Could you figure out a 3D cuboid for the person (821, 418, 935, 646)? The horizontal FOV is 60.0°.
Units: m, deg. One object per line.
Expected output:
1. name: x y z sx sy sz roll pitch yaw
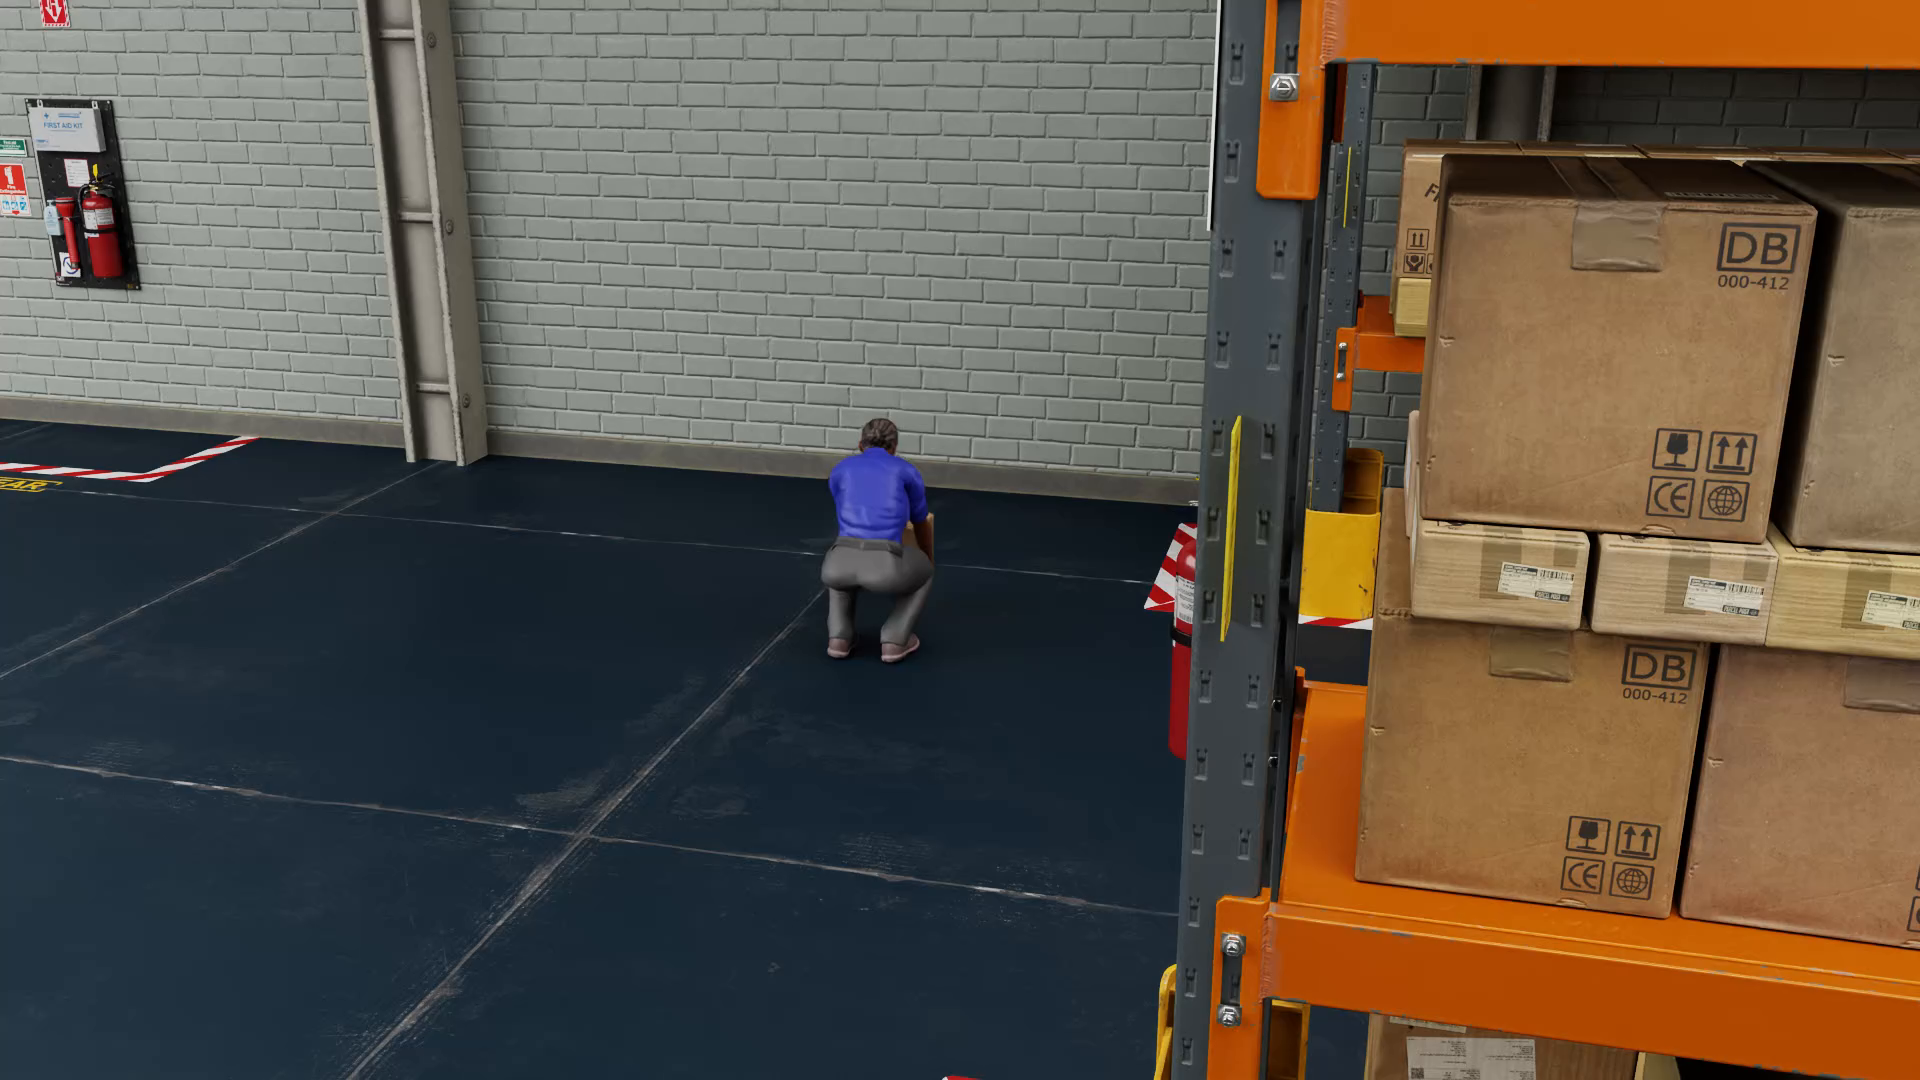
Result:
1. person: -0.351 -0.029 7.230 0.462 0.904 0.835 4 19 12
